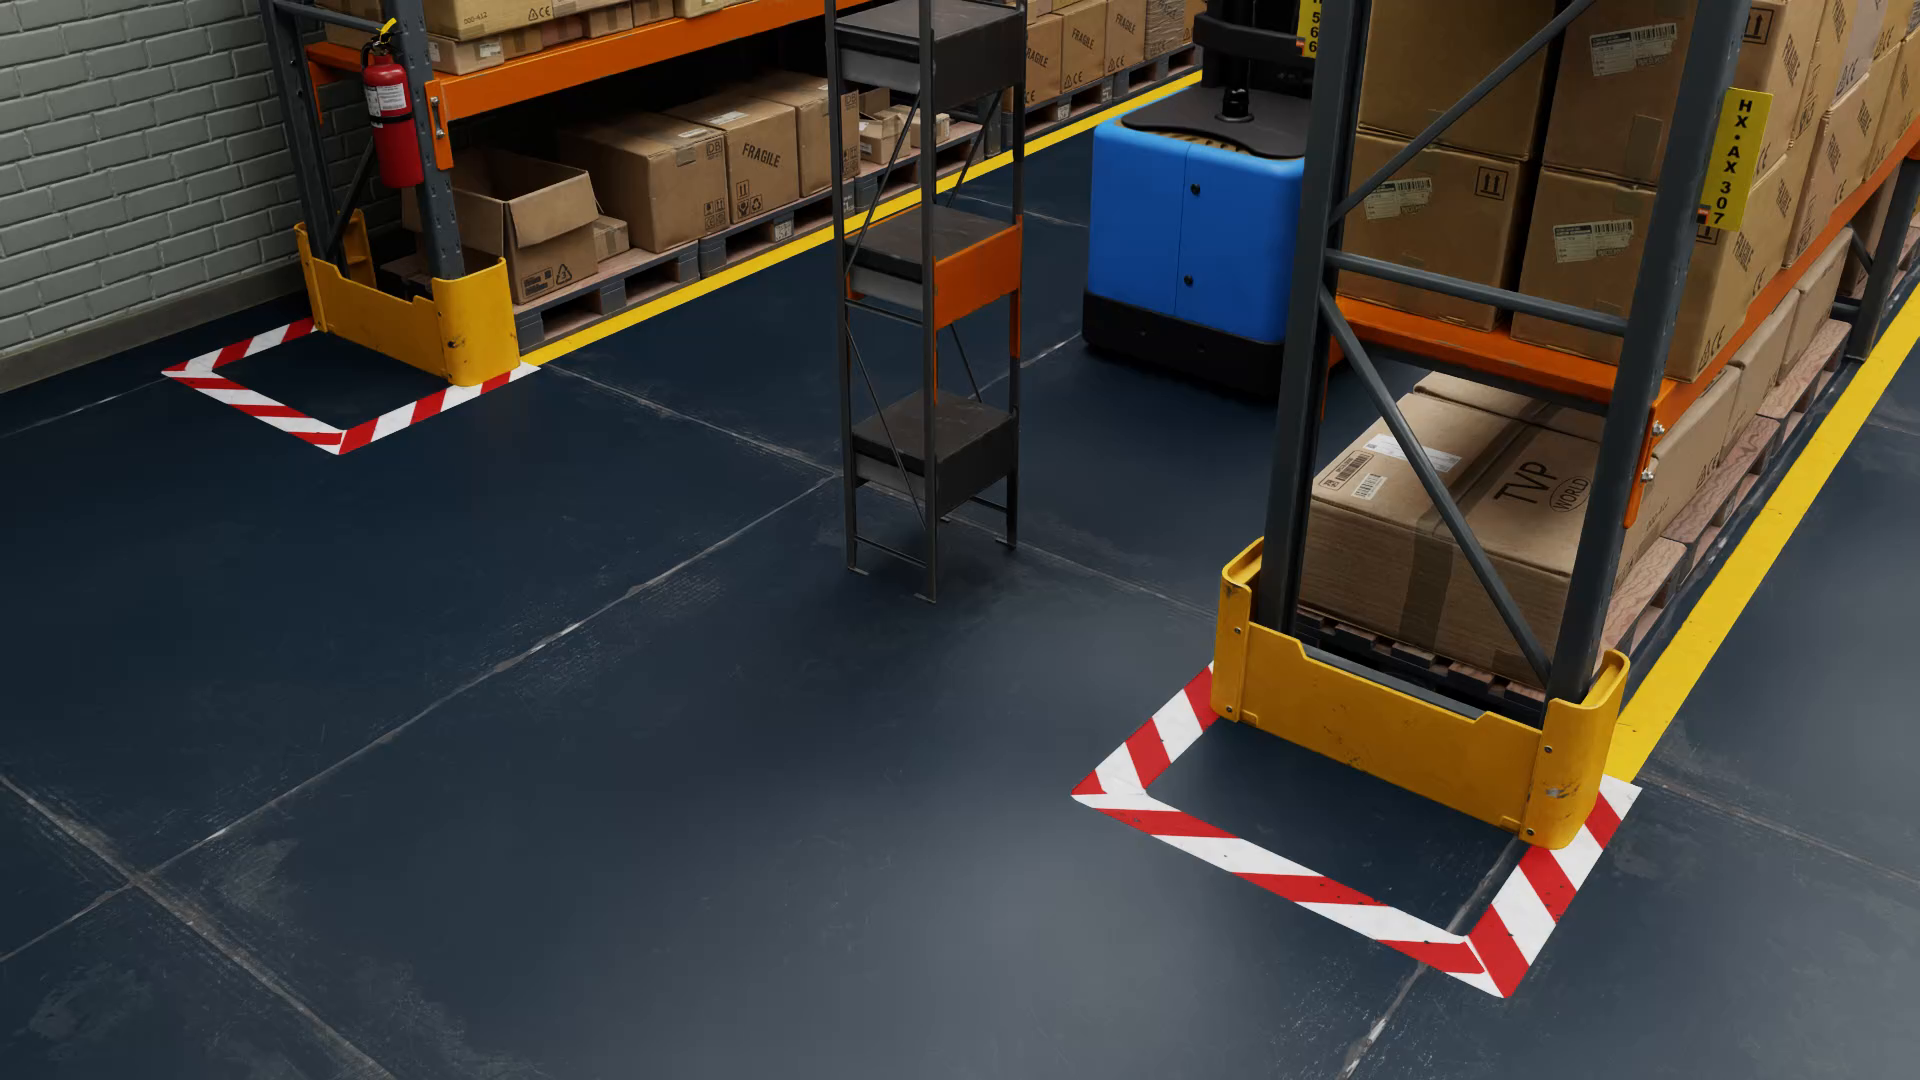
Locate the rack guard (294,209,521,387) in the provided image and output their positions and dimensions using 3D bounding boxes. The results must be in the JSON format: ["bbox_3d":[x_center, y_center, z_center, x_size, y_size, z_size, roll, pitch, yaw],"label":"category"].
[{"bbox_3d":[-2.552,-1.131,7.669,1.175,0.500,0.348,21,37,31],"label":"rack guard"}]

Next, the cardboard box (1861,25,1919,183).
[{"bbox_3d":[3.102,-1.632,5.963,0.500,0.500,0.500,21,36,31],"label":"cardboard box"}]

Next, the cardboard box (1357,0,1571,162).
[{"bbox_3d":[1.463,-1.392,4.578,0.500,0.500,0.500,22,37,33],"label":"cardboard box"}]

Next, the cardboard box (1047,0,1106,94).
[{"bbox_3d":[0.602,-3.254,10.838,0.500,0.500,0.500,21,36,31],"label":"cardboard box"}]

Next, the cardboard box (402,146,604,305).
[{"bbox_3d":[-2.153,-1.502,7.879,0.797,0.503,0.637,20,36,29],"label":"cardboard box"}]

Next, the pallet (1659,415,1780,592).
[{"bbox_3d":[2.519,-0.293,6.537,1.003,0.211,1.213,21,37,31],"label":"pallet"}]

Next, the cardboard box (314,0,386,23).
[{"bbox_3d":[-2.532,-2.508,7.395,0.500,0.250,0.500,22,37,33],"label":"cardboard box"}]

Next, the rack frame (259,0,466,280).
[{"bbox_3d":[-2.598,-2.176,6.979,1.000,3.000,0.127,21,37,31],"label":"rack frame"}]

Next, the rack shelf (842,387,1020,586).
[{"bbox_3d":[-0.100,-0.222,5.965,0.431,0.518,0.480,21,37,31],"label":"rack shelf"}]

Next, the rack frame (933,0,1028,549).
[{"bbox_3d":[0.047,-0.935,5.769,0.400,2.100,0.015,21,37,31],"label":"rack frame"}]

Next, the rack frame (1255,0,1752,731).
[{"bbox_3d":[1.362,-0.650,4.404,1.000,3.000,0.127,21,37,31],"label":"rack frame"}]

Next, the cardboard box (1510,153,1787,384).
[{"bbox_3d":[1.880,-0.799,4.559,0.500,0.500,0.500,21,36,31],"label":"cardboard box"}]

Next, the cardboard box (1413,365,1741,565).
[{"bbox_3d":[2.226,-0.402,6.087,0.875,0.438,0.875,22,37,33],"label":"cardboard box"}]

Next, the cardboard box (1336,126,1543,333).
[{"bbox_3d":[1.442,-0.970,4.847,0.500,0.500,0.500,21,37,32],"label":"cardboard box"}]

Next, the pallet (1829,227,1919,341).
[{"bbox_3d":[4.182,-1.413,8.427,1.003,0.211,1.213,21,37,31],"label":"pallet"}]

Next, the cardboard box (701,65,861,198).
[{"bbox_3d":[-0.980,-2.258,9.158,0.700,0.500,0.500,20,36,30],"label":"cardboard box"}]

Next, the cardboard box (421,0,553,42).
[{"bbox_3d":[-2.109,-2.341,7.113,0.500,0.250,0.500,21,37,32],"label":"cardboard box"}]

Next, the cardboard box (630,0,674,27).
[{"bbox_3d":[-1.576,-2.546,7.850,0.380,0.149,0.250,22,37,32],"label":"cardboard box"}]

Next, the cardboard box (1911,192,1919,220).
[{"bbox_3d":[4.626,-2.188,8.673,0.875,0.875,0.875,22,37,33],"label":"cardboard box"}]

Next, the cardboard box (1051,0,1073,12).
[{"bbox_3d":[0.497,-3.494,10.607,0.380,0.149,0.250,19,36,29],"label":"cardboard box"}]

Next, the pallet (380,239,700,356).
[{"bbox_3d":[-2.072,-1.331,8.290,1.003,0.211,1.213,21,37,31],"label":"pallet"}]

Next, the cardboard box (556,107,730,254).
[{"bbox_3d":[-1.606,-1.836,8.446,0.700,0.500,0.500,23,38,33],"label":"cardboard box"}]

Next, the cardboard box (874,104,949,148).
[{"bbox_3d":[-0.286,-2.439,9.808,0.380,0.149,0.250,20,36,30],"label":"cardboard box"}]

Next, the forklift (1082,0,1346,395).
[{"bbox_3d":[1.869,-2.573,7.716,1.130,2.935,3.031,22,37,32],"label":"forklift"}]

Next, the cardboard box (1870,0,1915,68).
[{"bbox_3d":[2.790,-1.857,5.363,0.500,0.500,0.500,21,37,31],"label":"cardboard box"}]

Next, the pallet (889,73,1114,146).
[{"bbox_3d":[0.277,-2.944,11.011,1.003,0.211,1.213,21,37,31],"label":"pallet"}]

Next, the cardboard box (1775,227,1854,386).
[{"bbox_3d":[3.312,-1.132,7.319,0.875,0.438,0.875,21,36,31],"label":"cardboard box"}]

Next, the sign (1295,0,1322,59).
[{"bbox_3d":[0.937,-1.422,4.340,0.100,0.325,0.005,21,37,31],"label":"sign"}]

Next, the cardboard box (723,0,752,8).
[{"bbox_3d":[-1.221,-2.739,8.175,0.380,0.149,0.250,22,37,32],"label":"cardboard box"}]

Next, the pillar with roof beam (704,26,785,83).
[{"bbox_3d":[2.110,-5.052,5.948,9.100,9.000,0.400,21,37,31],"label":"pillar with roof beam"}]

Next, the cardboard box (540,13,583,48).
[{"bbox_3d":[-1.933,-2.352,7.523,0.380,0.149,0.250,21,36,31],"label":"cardboard box"}]

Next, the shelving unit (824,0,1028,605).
[{"bbox_3d":[-0.100,-0.836,5.601,0.431,2.100,0.503,21,37,31],"label":"shelving unit"}]

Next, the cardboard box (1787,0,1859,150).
[{"bbox_3d":[2.185,-1.442,4.663,0.500,0.500,0.500,20,36,30],"label":"cardboard box"}]

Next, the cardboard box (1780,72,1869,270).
[{"bbox_3d":[2.485,-1.215,5.260,0.500,0.500,0.500,21,37,31],"label":"cardboard box"}]

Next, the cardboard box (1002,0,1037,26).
[{"bbox_3d":[0.245,-3.250,10.195,0.380,0.149,0.250,23,38,33],"label":"cardboard box"}]

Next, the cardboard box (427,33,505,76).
[{"bbox_3d":[-2.181,-2.117,7.126,0.380,0.149,0.250,21,36,31],"label":"cardboard box"}]

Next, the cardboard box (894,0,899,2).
[{"bbox_3d":[-0.191,-3.424,10.490,0.380,0.149,0.250,20,36,29],"label":"cardboard box"}]

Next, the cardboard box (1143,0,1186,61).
[{"bbox_3d":[1.224,-3.664,11.531,0.500,0.500,0.500,20,36,30],"label":"cardboard box"}]

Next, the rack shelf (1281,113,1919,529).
[{"bbox_3d":[2.569,-1.153,5.959,1.077,0.370,4.000,21,37,31],"label":"rack shelf"}]

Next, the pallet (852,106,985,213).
[{"bbox_3d":[-0.599,-2.323,9.963,1.003,0.211,1.213,21,37,31],"label":"pallet"}]
